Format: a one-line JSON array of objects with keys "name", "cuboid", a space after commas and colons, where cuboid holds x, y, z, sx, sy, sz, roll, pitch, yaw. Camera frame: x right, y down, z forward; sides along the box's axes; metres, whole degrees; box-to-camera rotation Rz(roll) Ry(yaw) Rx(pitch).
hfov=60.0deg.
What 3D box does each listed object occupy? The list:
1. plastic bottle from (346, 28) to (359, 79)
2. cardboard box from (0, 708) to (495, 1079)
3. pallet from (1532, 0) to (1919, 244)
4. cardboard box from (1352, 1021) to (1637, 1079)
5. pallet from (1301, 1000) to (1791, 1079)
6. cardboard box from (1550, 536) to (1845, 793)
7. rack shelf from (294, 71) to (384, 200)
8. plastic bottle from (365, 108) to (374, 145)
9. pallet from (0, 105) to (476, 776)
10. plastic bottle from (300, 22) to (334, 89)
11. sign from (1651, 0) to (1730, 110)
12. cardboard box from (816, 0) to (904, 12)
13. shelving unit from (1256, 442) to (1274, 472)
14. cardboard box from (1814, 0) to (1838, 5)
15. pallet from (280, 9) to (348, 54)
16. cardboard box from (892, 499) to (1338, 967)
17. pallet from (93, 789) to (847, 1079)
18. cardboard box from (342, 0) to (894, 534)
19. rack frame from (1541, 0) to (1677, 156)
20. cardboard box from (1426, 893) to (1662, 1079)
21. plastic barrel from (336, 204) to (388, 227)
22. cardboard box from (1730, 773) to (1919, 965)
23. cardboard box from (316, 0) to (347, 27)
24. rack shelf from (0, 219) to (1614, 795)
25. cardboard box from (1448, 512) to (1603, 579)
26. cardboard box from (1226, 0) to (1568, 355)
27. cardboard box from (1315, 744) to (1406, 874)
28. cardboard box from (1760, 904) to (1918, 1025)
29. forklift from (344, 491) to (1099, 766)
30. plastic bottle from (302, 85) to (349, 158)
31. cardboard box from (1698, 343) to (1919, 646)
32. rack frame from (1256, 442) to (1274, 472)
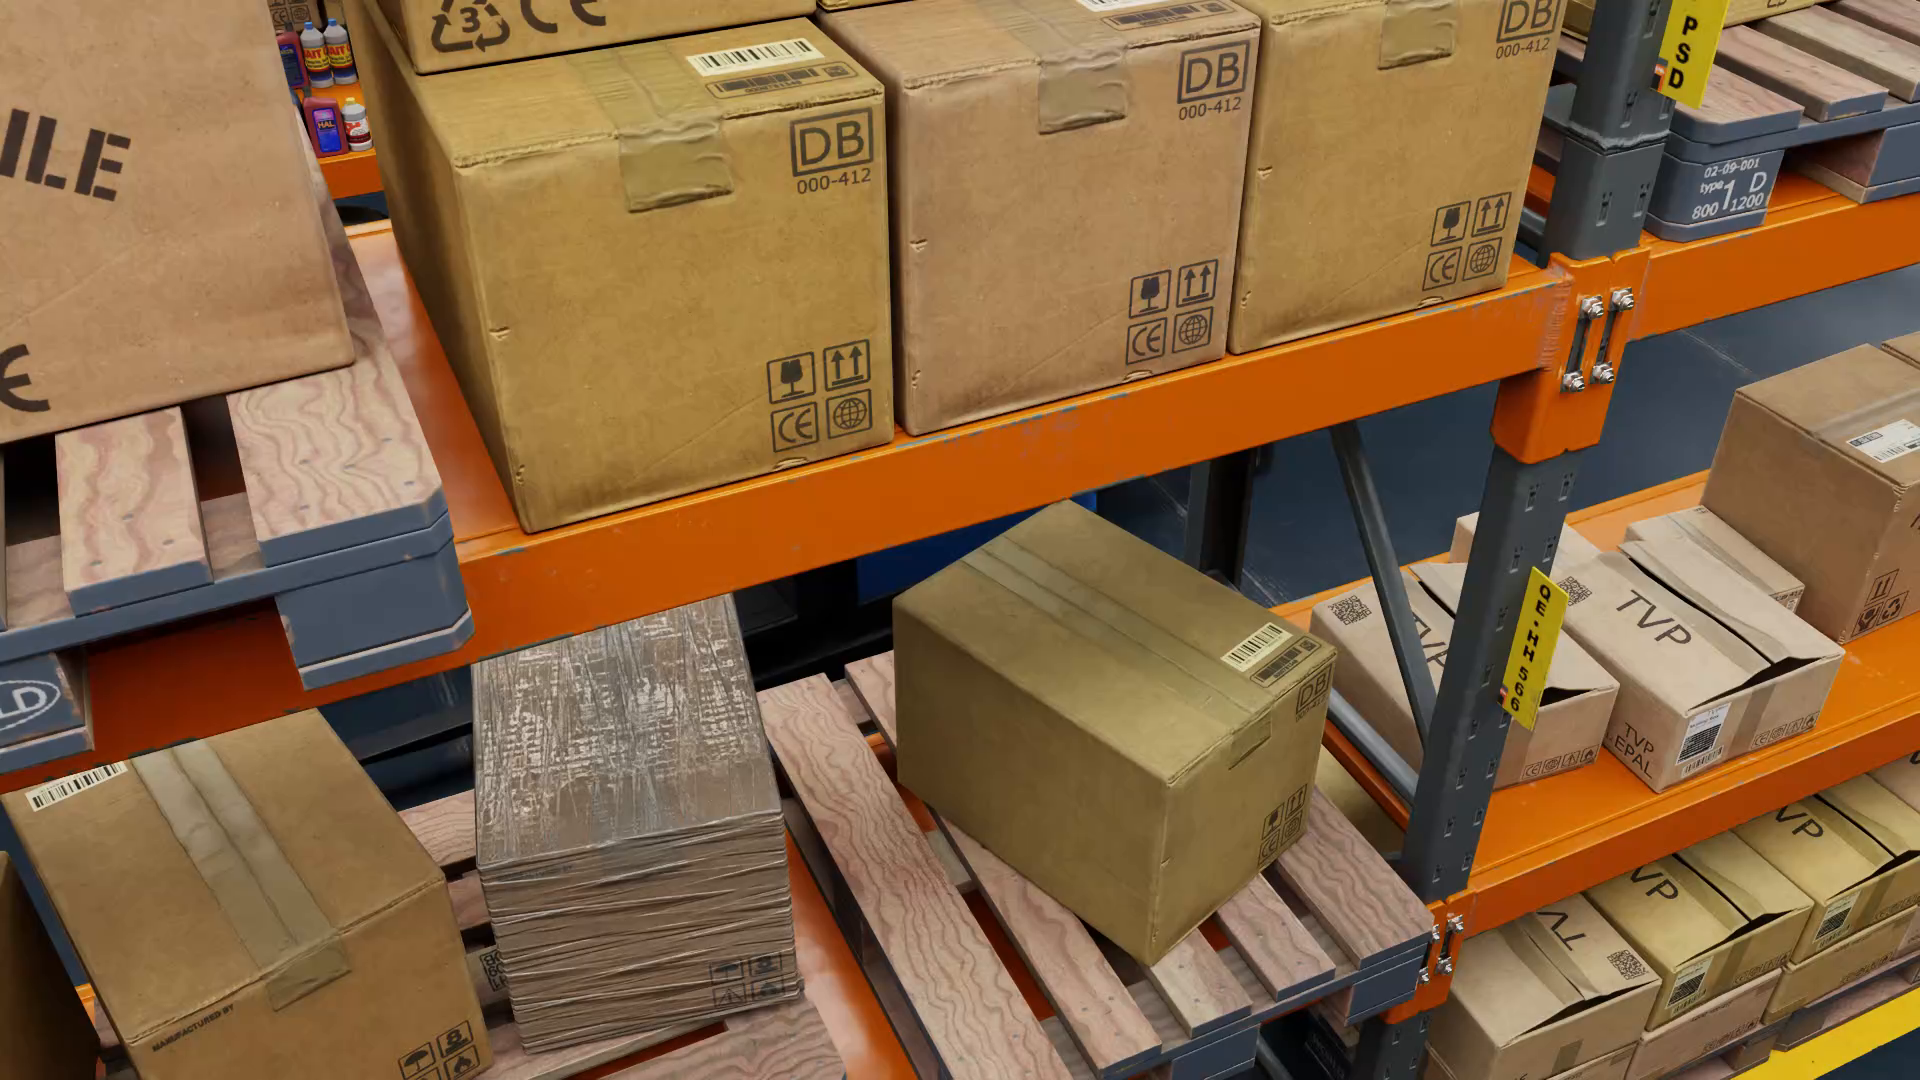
[{"name": "plastic bottle", "cuboid": [-2.589, -2.160, 7.242, 0.133, 0.283, 0.061, -16, 39, -20]}, {"name": "cardboard box", "cuboid": [-1.239, 0.668, 2.895, 0.500, 0.500, 0.700, -26, 44, -31]}, {"name": "pallet", "cuboid": [1.386, -1.004, 3.226, 1.003, 0.211, 1.213, -14, 39, -18]}, {"name": "cardboard box", "cuboid": [1.408, 1.307, 4.426, 0.500, 0.250, 0.500, -16, 39, -20]}, {"name": "pallet", "cuboid": [1.571, 1.278, 4.850, 1.213, 0.211, 1.003, -16, 39, -20]}, {"name": "cardboard box", "cuboid": [1.701, 0.259, 3.958, 0.500, 0.311, 0.500, -16, 39, -20]}, {"name": "rack shelf", "cuboid": [-3.102, -1.532, 6.901, 4.000, 0.370, 1.077, -16, 39, -20]}, {"name": "plastic bottle", "cuboid": [-2.327, -1.689, 6.676, 0.097, 0.201, 0.097, 0, 37, 0]}, {"name": "pallet", "cuboid": [-1.254, -0.163, 2.092, 1.003, 0.211, 1.213, -16, 39, -20]}, {"name": "plastic bottle", "cuboid": [-2.774, -2.092, 7.160, 0.097, 0.271, 0.097, 0, 37, 0]}, {"name": "sign", "cuboid": [1.038, -0.774, 2.324, 0.005, 0.325, 0.100, -16, 39, -20]}, {"name": "cardboard box", "cuboid": [-0.050, -1.065, 2.227, 0.500, 0.500, 0.500, -16, 39, -20]}, {"name": "shelving unit", "cuboid": [0.758, -0.878, 6.674, 1.048, 1.500, 0.538, -19, 40, -23]}, {"name": "cardboard box", "cuboid": [1.663, -1.256, 3.180, 0.500, 0.250, 0.500, -15, 39, -19]}, {"name": "pallet", "cuboid": [-4.142, -3.719, 11.587, 1.213, 0.211, 1.003, -16, 39, -20]}, {"name": "cardboard box", "cuboid": [0.287, 0.357, 3.315, 0.500, 0.500, 0.700, -30, 46, -34]}, {"name": "pallet", "cuboid": [-0.949, 0.917, 3.157, 1.213, 0.211, 1.003, -16, 39, -20]}, {"name": "cardboard box", "cuboid": [-0.504, -0.510, 2.318, 0.500, 0.500, 0.910, -16, 39, -20]}, {"name": "rack frame", "cuboid": [0.809, -2.064, 1.980, 0.127, 3.000, 1.000, -16, 39, -20]}, {"name": "cardboard box", "cuboid": [1.408, 1.081, 4.259, 0.500, 0.311, 0.500, -14, 39, -18]}, {"name": "plastic barrel", "cuboid": [-2.750, -1.108, 7.398, 0.708, 0.588, 0.600, -16, 39, -20]}, {"name": "cardboard box", "cuboid": [2.343, 0.816, 4.617, 0.500, 0.311, 0.500, -17, 40, -21]}, {"name": "cardboard box", "cuboid": [-4.030, -4.150, 11.258, 0.875, 0.875, 1.225, -17, 40, -22]}, {"name": "rack shelf", "cuboid": [-1.001, -0.064, 2.405, 4.000, 0.370, 1.077, -16, 39, -20]}, {"name": "cardboard box", "cuboid": [1.506, 0.069, 4.349, 0.250, 0.149, 0.380, -16, 39, -20]}, {"name": "cardboard box", "cuboid": [0.429, -0.771, 2.670, 0.500, 0.500, 0.910, -16, 39, -20]}, {"name": "cardboard box", "cuboid": [1.179, 0.790, 4.651, 0.500, 0.311, 0.500, -15, 39, -19]}, {"name": "cardboard box", "cuboid": [2.331, 1.044, 4.780, 0.500, 0.250, 0.500, -17, 40, -21]}, {"name": "forklift", "cuboid": [-1.004, -0.840, 5.422, 3.031, 2.935, 1.130, -19, 40, -23]}, {"name": "plastic bottle", "cuboid": [-2.512, -1.658, 6.566, 0.133, 0.283, 0.061, -16, 39, -20]}, {"name": "cardboard box", "cuboid": [2.321, -0.128, 4.321, 0.500, 0.500, 0.500, -18, 40, -22]}, {"name": "rack frame", "cuboid": [1.201, -1.027, 6.875, 0.032, 1.500, 0.500, -19, 40, -23]}]
